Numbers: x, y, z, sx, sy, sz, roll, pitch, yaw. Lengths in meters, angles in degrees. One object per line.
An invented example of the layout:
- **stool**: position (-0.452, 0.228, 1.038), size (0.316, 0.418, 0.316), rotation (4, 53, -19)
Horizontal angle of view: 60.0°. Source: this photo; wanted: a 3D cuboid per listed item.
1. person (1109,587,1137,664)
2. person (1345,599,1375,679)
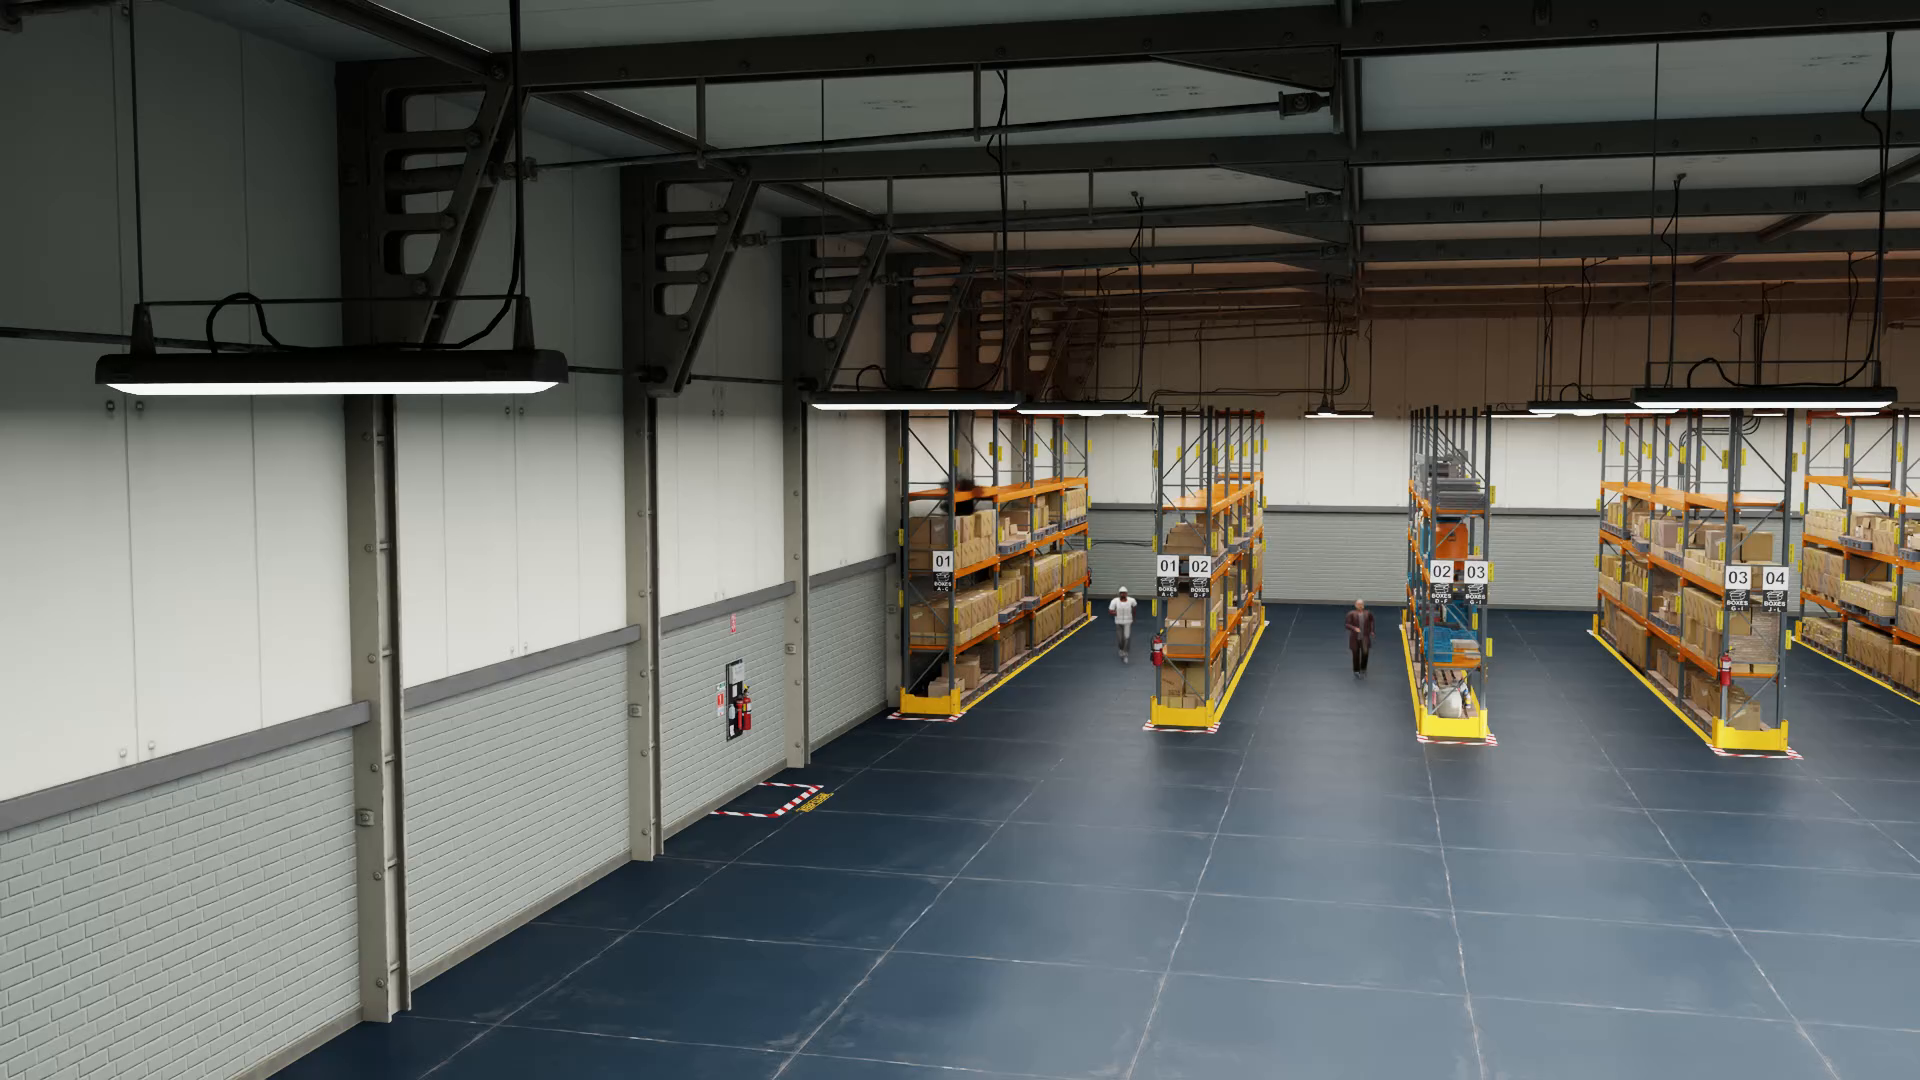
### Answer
- **person**: position (3.873, 1.992, 39.597), size (0.640, 1.796, 0.890), rotation (1, 4, 11)
- **person**: position (8.874, 2.198, 36.883), size (0.670, 1.771, 0.837), rotation (0, 4, 7)
